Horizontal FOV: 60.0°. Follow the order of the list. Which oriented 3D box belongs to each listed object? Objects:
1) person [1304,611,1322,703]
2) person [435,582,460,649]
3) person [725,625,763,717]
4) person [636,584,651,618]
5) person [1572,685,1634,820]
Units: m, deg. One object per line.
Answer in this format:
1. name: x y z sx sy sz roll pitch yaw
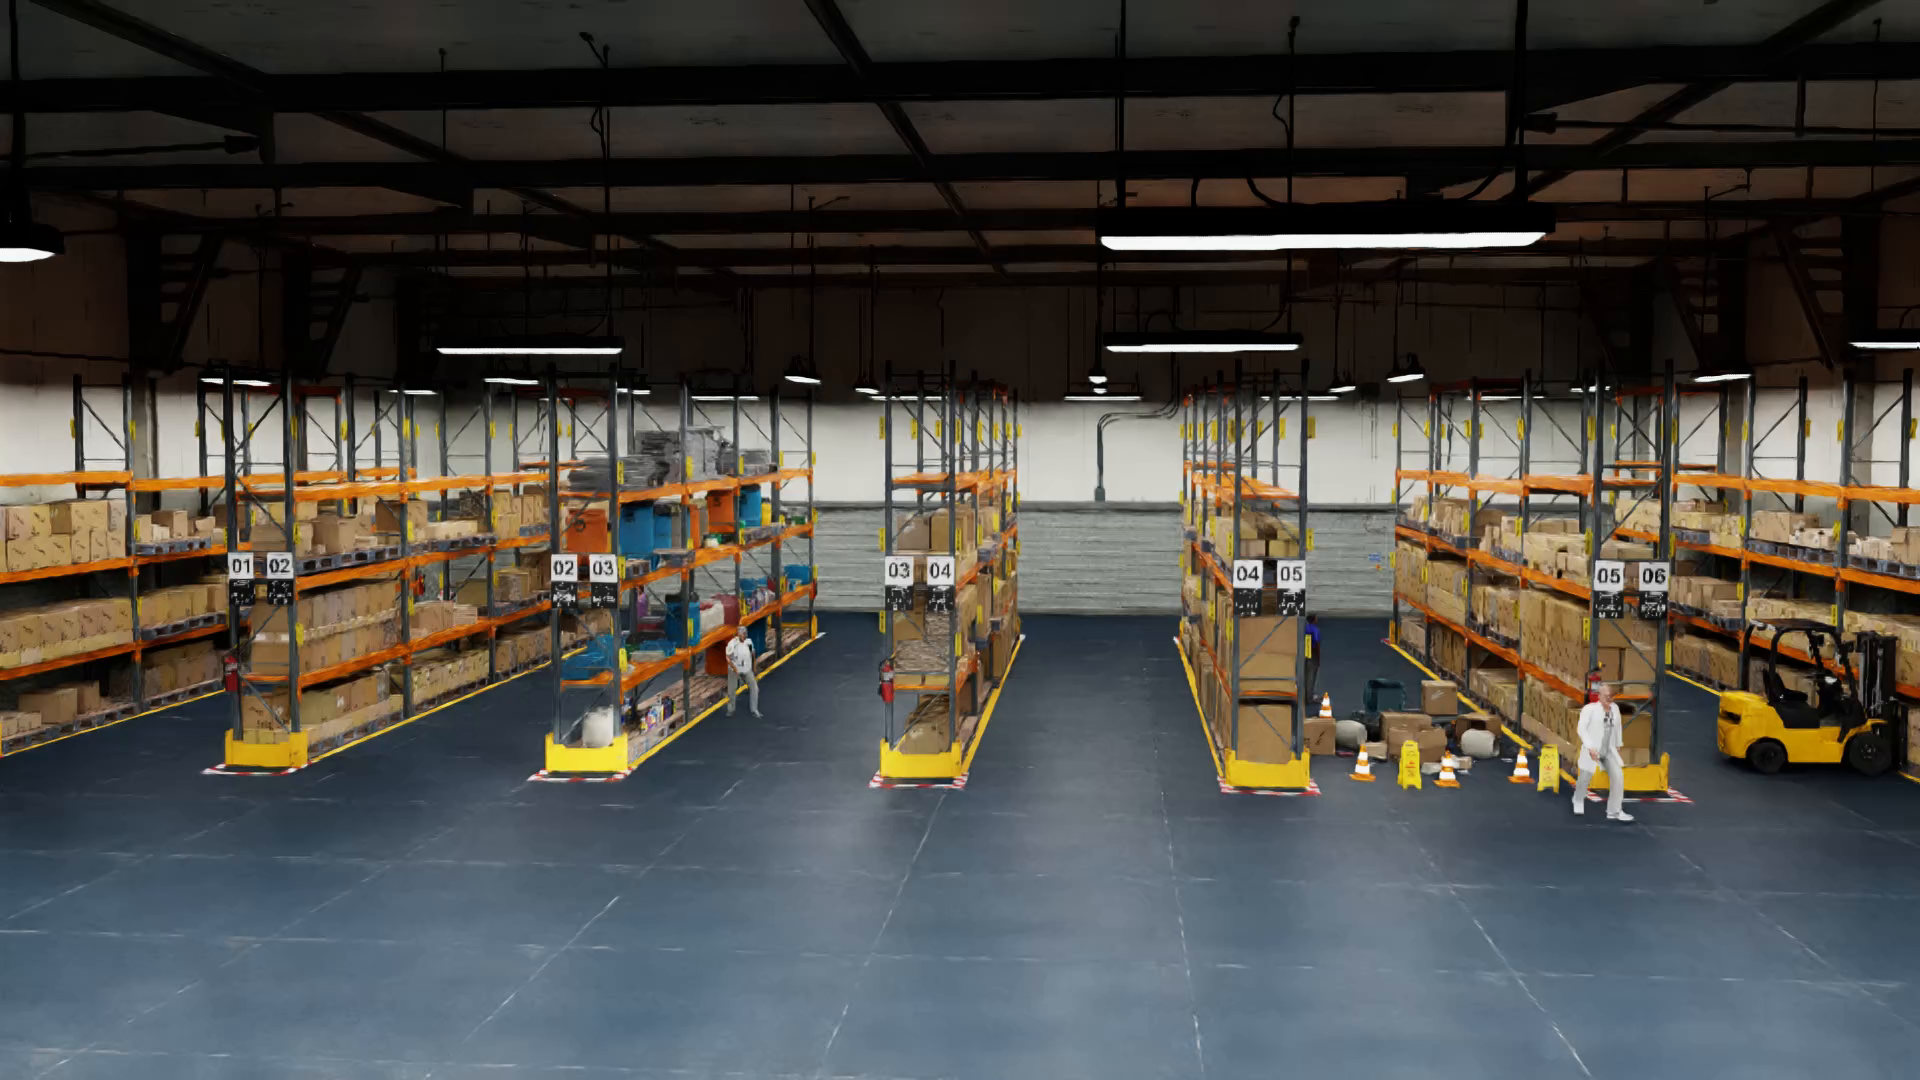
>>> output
1. person: 6.497 2.145 30.644 0.440 1.666 0.552 -2 4 -23
2. person: -11.312 1.722 36.682 0.550 1.709 1.128 0 4 3
3. person: -3.826 2.283 29.091 0.610 1.616 0.704 -1 4 -20
4. person: -7.258 1.735 37.995 0.417 1.525 1.034 0 4 4
5. person: 8.263 2.715 21.512 0.724 1.732 0.829 -1 4 -8
